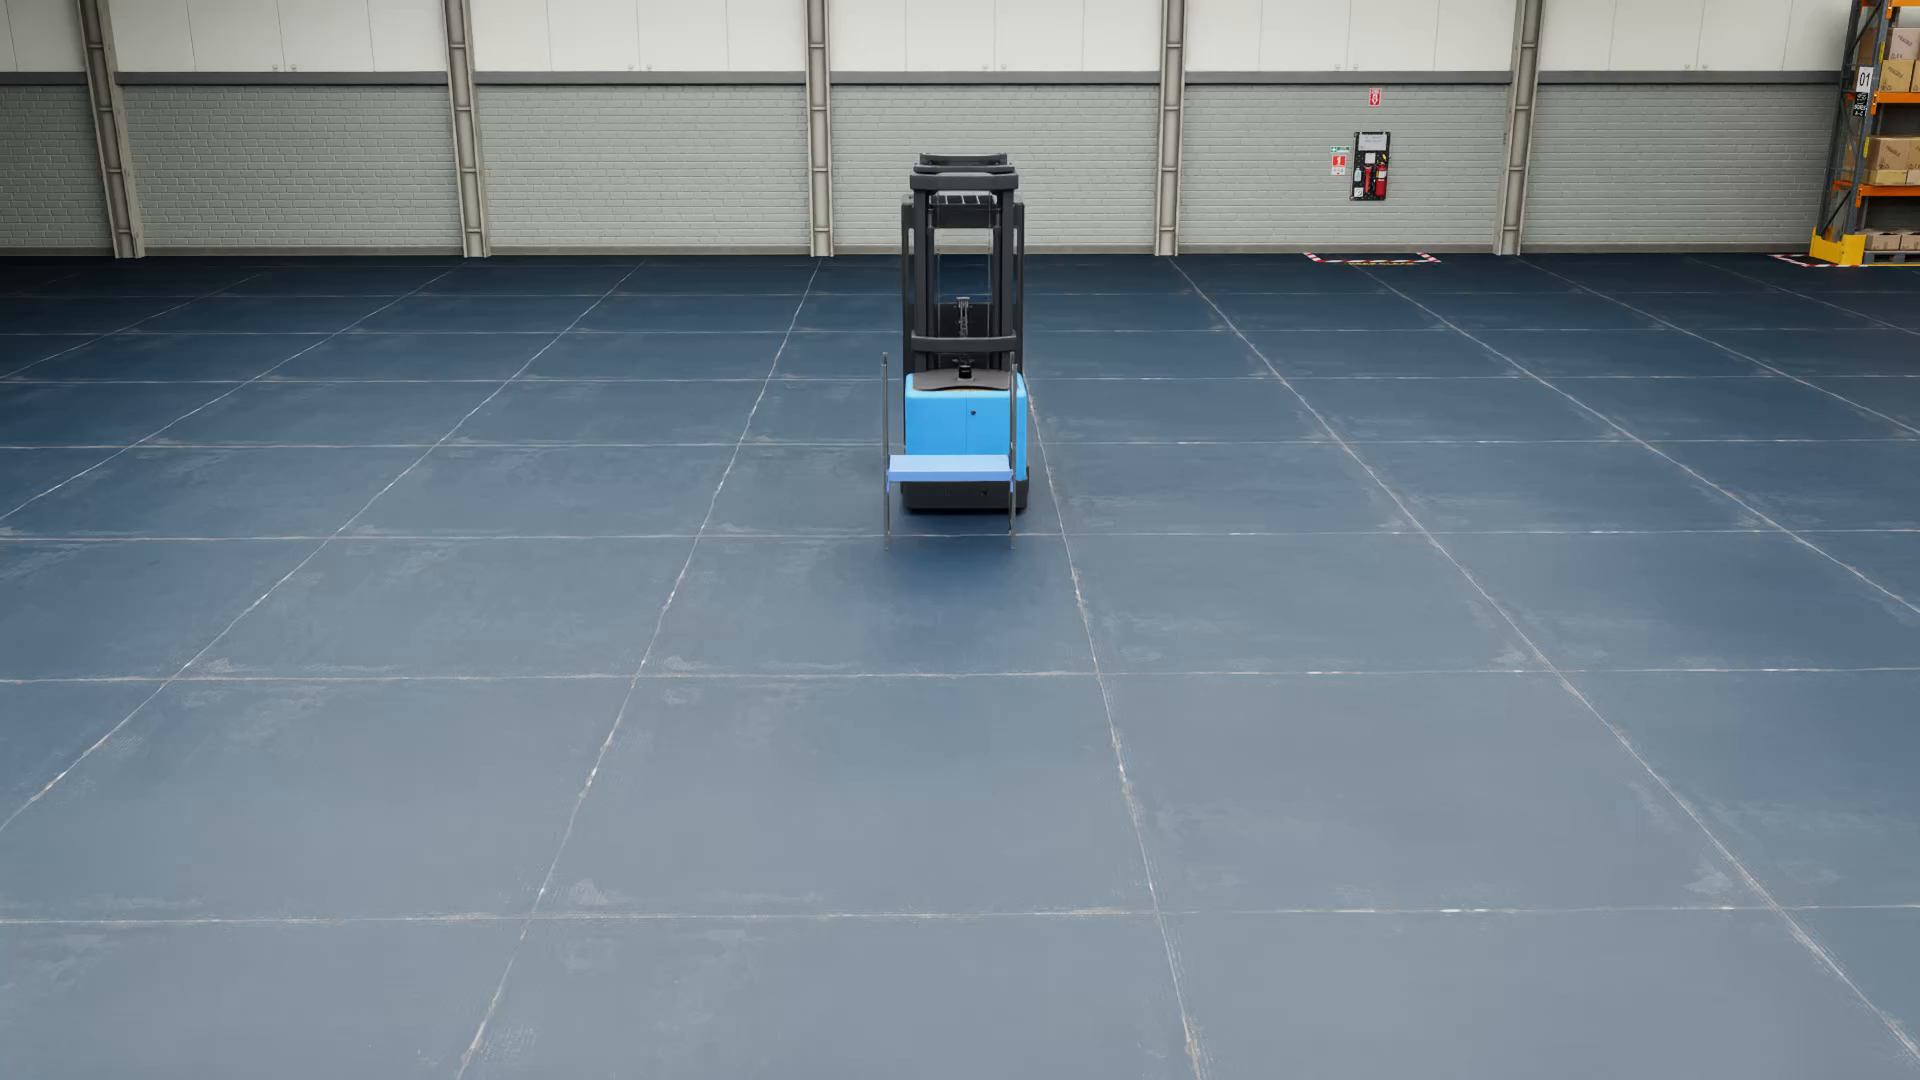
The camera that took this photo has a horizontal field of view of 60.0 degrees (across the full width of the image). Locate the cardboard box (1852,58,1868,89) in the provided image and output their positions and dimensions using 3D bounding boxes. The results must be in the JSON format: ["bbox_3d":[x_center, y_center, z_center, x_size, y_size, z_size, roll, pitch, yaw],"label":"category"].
[{"bbox_3d":[15.324,-7.786,27.801,0.500,0.500,0.500,1,18,3],"label":"cardboard box"}]

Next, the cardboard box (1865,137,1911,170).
[{"bbox_3d":[15.393,-6.427,27.656,0.500,0.500,0.500,0,18,-1],"label":"cardboard box"}]

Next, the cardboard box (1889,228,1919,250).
[{"bbox_3d":[16.174,-5.129,28.306,0.500,0.311,0.500,1,18,4],"label":"cardboard box"}]

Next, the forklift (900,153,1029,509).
[{"bbox_3d":[0.018,-2.057,15.161,1.130,2.935,3.031,0,18,-1],"label":"forklift"}]

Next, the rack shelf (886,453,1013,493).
[{"bbox_3d":[-0.085,-0.542,13.372,1.000,0.185,0.538,0,18,-1],"label":"rack shelf"}]

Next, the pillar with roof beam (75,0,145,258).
[{"bbox_3d":[-14.331,-7.886,23.398,0.400,9.000,9.100,0,18,-1],"label":"pillar with roof beam"}]

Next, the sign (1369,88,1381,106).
[{"bbox_3d":[7.117,-7.594,28.513,0.199,0.298,0.001,0,18,-1],"label":"sign"}]

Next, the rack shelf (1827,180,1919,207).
[{"bbox_3d":[16.911,-5.888,28.170,4.000,0.370,1.077,0,18,-1],"label":"rack shelf"}]

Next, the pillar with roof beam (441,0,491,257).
[{"bbox_3d":[-8.332,-7.915,23.488,0.400,9.000,9.100,0,18,-1],"label":"pillar with roof beam"}]

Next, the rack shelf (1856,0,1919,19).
[{"bbox_3d":[16.911,-8.743,27.254,4.000,0.370,1.077,0,18,-1],"label":"rack shelf"}]

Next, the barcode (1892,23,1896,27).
[{"bbox_3d":[15.613,-8.615,27.799,0.075,0.075,0.001,0,18,-1],"label":"barcode"}]

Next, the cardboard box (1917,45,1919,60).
[{"bbox_3d":[15.803,-8.097,27.134,0.500,0.500,0.500,0,18,-1],"label":"cardboard box"}]

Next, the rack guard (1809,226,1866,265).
[{"bbox_3d":[14.987,-5.031,28.413,0.348,0.500,1.175,0,18,-1],"label":"rack guard"}]

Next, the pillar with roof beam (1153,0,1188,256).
[{"bbox_3d":[3.667,-7.972,23.668,0.400,9.000,9.100,0,18,-1],"label":"pillar with roof beam"}]

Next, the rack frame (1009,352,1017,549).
[{"bbox_3d":[0.423,-0.716,13.325,0.032,1.500,0.500,0,18,-1],"label":"rack frame"}]

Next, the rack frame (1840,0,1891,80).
[{"bbox_3d":[14.911,-9.078,27.113,0.127,3.000,1.000,0,18,-1],"label":"rack frame"}]

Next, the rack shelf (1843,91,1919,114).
[{"bbox_3d":[16.911,-7.316,27.711,4.000,0.370,1.077,0,18,-1],"label":"rack shelf"}]

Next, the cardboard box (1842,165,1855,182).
[{"bbox_3d":[15.376,-6.221,28.241,0.500,0.250,0.500,0,18,0],"label":"cardboard box"}]

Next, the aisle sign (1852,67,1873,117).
[{"bbox_3d":[14.844,-7.367,27.346,0.004,0.787,0.394,0,18,-1],"label":"aisle sign"}]

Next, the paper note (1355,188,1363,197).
[{"bbox_3d":[6.949,-6.060,28.970,0.142,0.148,0.016,0,18,-1],"label":"paper note"}]

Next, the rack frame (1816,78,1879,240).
[{"bbox_3d":[14.911,-6.221,28.030,0.127,3.000,1.000,0,18,-1],"label":"rack frame"}]

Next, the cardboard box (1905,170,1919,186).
[{"bbox_3d":[15.923,-6.071,27.776,0.500,0.250,0.500,-1,18,-3],"label":"cardboard box"}]

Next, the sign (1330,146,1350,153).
[{"bbox_3d":[6.577,-6.755,28.768,0.331,0.109,0.001,0,18,-1],"label":"sign"}]

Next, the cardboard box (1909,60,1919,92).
[{"bbox_3d":[15.787,-7.623,27.294,0.500,0.500,0.500,1,18,3],"label":"cardboard box"}]

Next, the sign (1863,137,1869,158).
[{"bbox_3d":[14.920,-6.467,27.381,0.005,0.325,0.100,0,18,-1],"label":"sign"}]

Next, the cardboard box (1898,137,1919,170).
[{"bbox_3d":[15.888,-6.426,27.654,0.500,0.500,0.500,0,18,-1],"label":"cardboard box"}]

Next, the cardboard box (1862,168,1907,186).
[{"bbox_3d":[15.404,-6.064,27.755,0.500,0.250,0.500,-1,18,-2],"label":"cardboard box"}]

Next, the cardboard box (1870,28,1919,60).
[{"bbox_3d":[15.300,-8.110,27.175,0.500,0.500,0.500,-2,18,-5],"label":"cardboard box"}]

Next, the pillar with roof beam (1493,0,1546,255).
[{"bbox_3d":[9.666,-8.001,23.758,0.400,9.000,9.100,0,18,-1],"label":"pillar with roof beam"}]

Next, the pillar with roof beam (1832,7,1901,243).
[{"bbox_3d":[15.665,-8.030,23.849,0.400,9.000,9.100,0,18,-1],"label":"pillar with roof beam"}]

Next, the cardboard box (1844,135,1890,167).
[{"bbox_3d":[15.379,-6.583,28.144,0.500,0.500,0.500,0,18,-1],"label":"cardboard box"}]

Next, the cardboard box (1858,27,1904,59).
[{"bbox_3d":[15.338,-8.264,27.656,0.500,0.500,0.500,1,18,2],"label":"cardboard box"}]

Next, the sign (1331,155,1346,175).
[{"bbox_3d":[6.572,-6.505,28.857,0.234,0.329,0.001,0,18,-1],"label":"sign"}]

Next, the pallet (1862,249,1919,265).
[{"bbox_3d":[15.800,-4.887,28.435,1.213,0.211,1.003,0,18,-1],"label":"pallet"}]

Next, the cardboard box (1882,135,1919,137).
[{"bbox_3d":[15.883,-6.583,28.143,0.500,0.500,0.500,0,18,0],"label":"cardboard box"}]

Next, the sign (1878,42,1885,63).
[{"bbox_3d":[14.920,-7.900,26.921,0.005,0.325,0.100,0,18,-1],"label":"sign"}]

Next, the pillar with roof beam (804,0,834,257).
[{"bbox_3d":[-2.332,-7.944,23.578,0.400,9.000,9.100,0,18,-1],"label":"pillar with roof beam"}]

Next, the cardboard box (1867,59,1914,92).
[{"bbox_3d":[15.249,-7.632,27.320,0.500,0.500,0.500,0,18,1],"label":"cardboard box"}]

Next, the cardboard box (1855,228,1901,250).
[{"bbox_3d":[15.604,-5.126,28.298,0.500,0.311,0.500,-2,18,-7],"label":"cardboard box"}]

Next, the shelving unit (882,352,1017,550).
[{"bbox_3d":[-0.085,-0.714,13.317,1.048,1.500,0.538,0,18,-1],"label":"shelving unit"}]

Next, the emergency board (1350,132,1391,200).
[{"bbox_3d":[7.127,-6.459,28.773,0.643,1.169,0.194,0,18,-1],"label":"emergency board"}]

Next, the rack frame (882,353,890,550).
[{"bbox_3d":[-0.594,-0.711,13.310,0.032,1.500,0.500,0,18,-1],"label":"rack frame"}]
